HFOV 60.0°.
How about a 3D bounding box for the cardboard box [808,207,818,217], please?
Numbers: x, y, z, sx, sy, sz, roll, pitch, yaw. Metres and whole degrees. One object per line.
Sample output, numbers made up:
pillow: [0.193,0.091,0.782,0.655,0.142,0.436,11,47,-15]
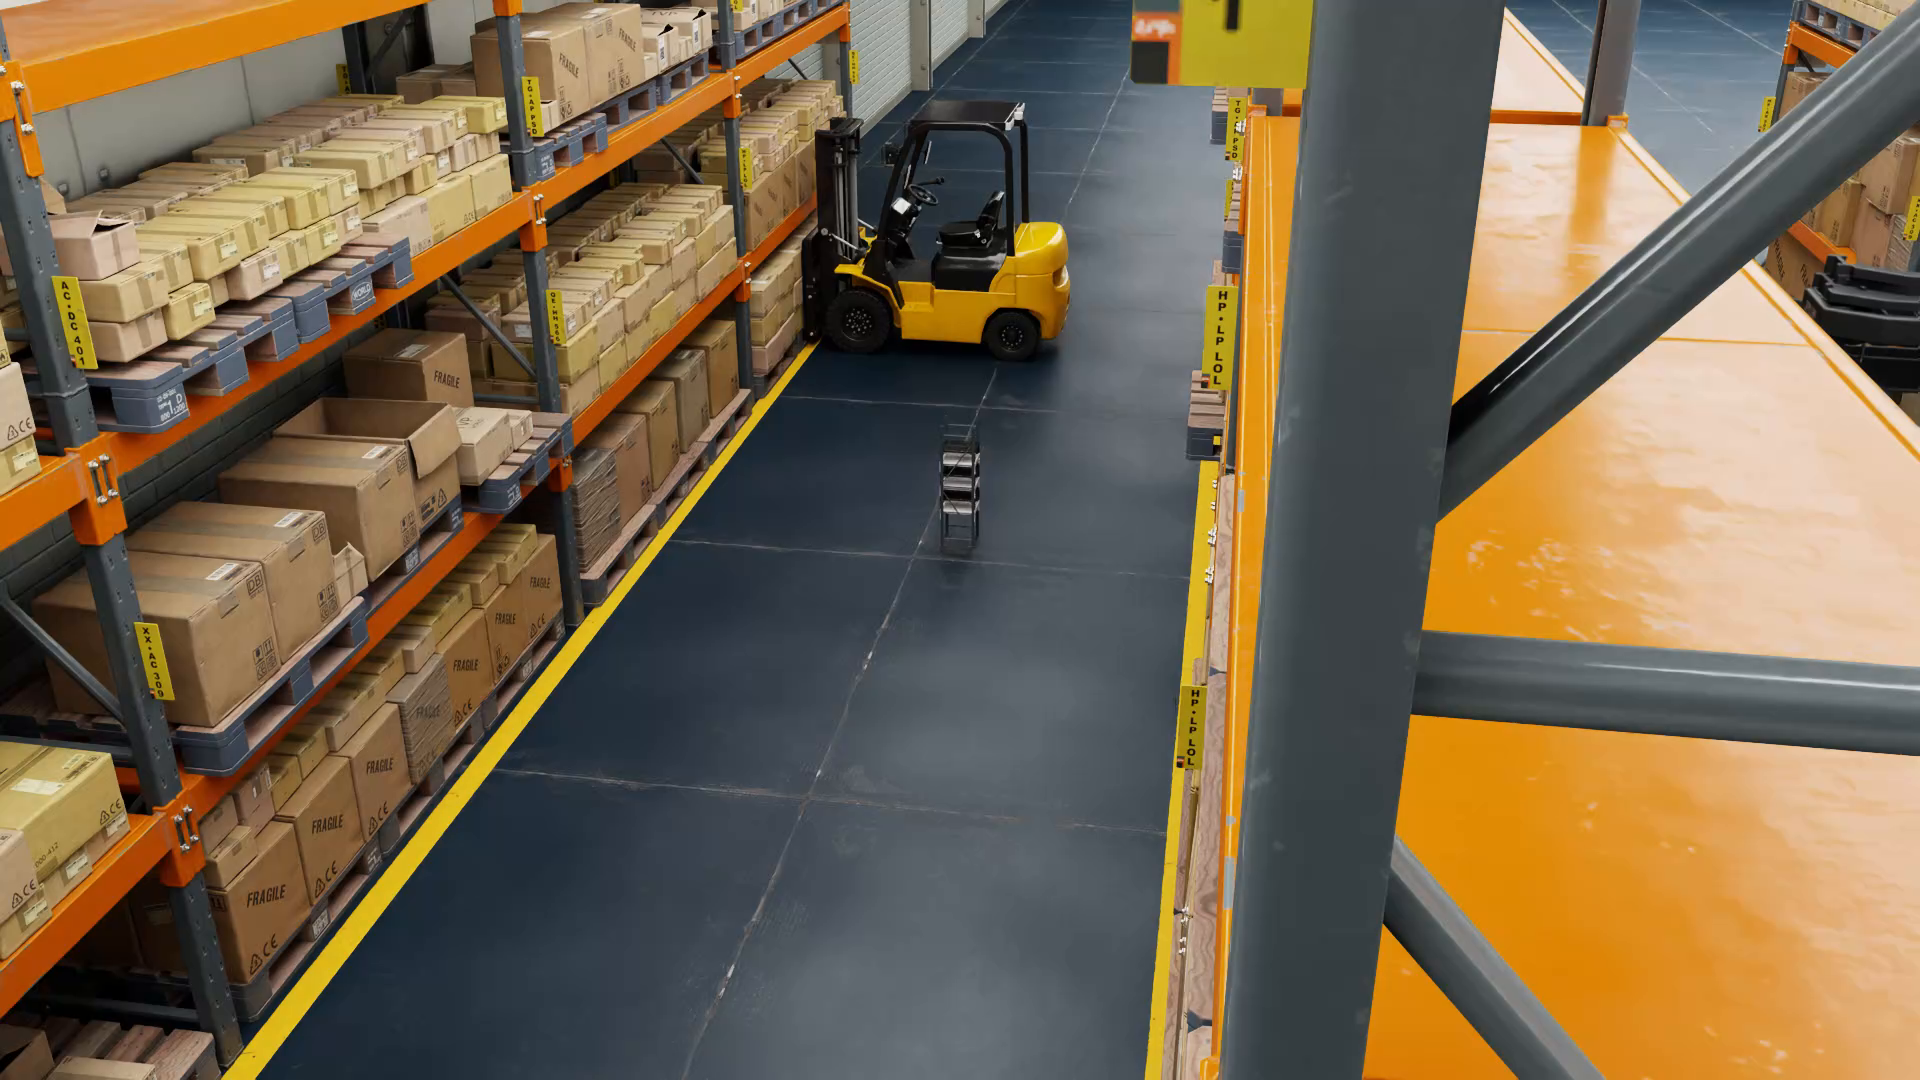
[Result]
cardboard box: [-1.455,-3.173,16.603,0.500,0.250,0.500,4,25,9]

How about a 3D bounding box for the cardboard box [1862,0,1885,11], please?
cardboard box: [7.610,-4.404,13.338,0.500,0.250,0.500,4,25,8]

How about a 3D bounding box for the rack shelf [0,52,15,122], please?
rack shelf: [-3.897,-0.738,3.608,1.077,0.370,4.000,4,25,9]

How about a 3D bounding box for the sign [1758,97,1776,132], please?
sign: [7.642,-4.029,15.749,0.100,0.325,0.005,4,25,9]

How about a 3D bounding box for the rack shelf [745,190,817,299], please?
rack shelf: [-1.936,-3.041,15.601,1.077,0.370,4.000,4,25,9]

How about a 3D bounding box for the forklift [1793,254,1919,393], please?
forklift: [4.456,-0.102,8.555,1.130,2.935,3.031,5,26,11]

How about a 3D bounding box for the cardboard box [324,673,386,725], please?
cardboard box: [-3.098,0.782,8.274,0.380,0.149,0.250,5,26,10]

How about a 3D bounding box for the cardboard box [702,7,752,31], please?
cardboard box: [-1.890,-4.177,13.325,0.380,0.149,0.250,5,25,10]

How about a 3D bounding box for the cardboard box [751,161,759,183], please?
cardboard box: [-1.911,-3.093,13.980,0.380,0.149,0.250,5,25,10]

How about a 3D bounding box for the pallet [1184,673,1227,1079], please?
pallet: [0.981,0.690,3.349,1.003,0.211,1.213,4,25,9]

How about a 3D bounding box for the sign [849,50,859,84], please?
sign: [-1.076,-4.792,16.847,0.100,0.325,0.005,4,25,9]

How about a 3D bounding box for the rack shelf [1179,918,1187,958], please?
rack shelf: [1.000,2.320,4.148,1.077,0.370,4.000,4,25,9]

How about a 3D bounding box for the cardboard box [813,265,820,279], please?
cardboard box: [-1.622,-2.514,15.785,0.500,0.250,0.500,4,25,8]

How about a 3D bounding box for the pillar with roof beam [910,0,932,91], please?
pillar with roof beam: [3.596,-11.412,25.560,9.100,9.000,0.400,4,25,9]

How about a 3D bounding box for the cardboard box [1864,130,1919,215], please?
cardboard box: [7.604,-2.834,12.860,0.875,0.550,0.550,4,25,9]

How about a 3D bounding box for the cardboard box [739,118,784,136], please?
cardboard box: [-1.786,-3.661,14.844,0.380,0.149,0.250,4,25,8]

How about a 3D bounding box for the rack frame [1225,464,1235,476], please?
rack frame: [1.327,1.158,5.782,1.000,3.000,0.127,4,25,9]

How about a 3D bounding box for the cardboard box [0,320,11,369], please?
cardboard box: [-3.416,-0.608,5.254,0.500,0.250,0.500,4,25,9]

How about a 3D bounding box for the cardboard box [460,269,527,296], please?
cardboard box: [-3.057,-1.675,10.952,0.380,0.149,0.250,4,25,7]

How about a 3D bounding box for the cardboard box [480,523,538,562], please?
cardboard box: [-2.748,0.015,9.912,0.380,0.149,0.250,3,25,6]

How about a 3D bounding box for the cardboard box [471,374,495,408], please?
cardboard box: [-3.096,-0.995,10.559,0.500,0.250,0.500,3,25,7]

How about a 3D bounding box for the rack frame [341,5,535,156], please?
rack frame: [-2.917,-3.574,8.816,1.000,3.000,0.127,4,25,9]

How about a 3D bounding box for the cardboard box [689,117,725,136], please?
cardboard box: [-2.268,-3.692,14.909,0.380,0.149,0.250,4,25,8]

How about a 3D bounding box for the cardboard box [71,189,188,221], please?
cardboard box: [-3.464,-1.364,6.963,0.380,0.149,0.250,3,25,7]

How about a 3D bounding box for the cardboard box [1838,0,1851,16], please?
cardboard box: [7.651,-4.497,14.008,0.380,0.149,0.250,4,25,9]

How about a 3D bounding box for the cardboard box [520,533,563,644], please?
cardboard box: [-2.774,0.276,10.119,0.500,0.500,0.500,5,26,10]

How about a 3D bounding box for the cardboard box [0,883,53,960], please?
cardboard box: [-3.413,1.301,5.773,0.380,0.149,0.250,5,25,10]

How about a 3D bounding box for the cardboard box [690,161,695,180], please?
cardboard box: [-2.457,-3.129,14.057,0.380,0.149,0.250,3,25,7]

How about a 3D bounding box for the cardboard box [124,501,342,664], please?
cardboard box: [-3.186,0.177,7.265,0.700,0.500,0.500,4,25,9]

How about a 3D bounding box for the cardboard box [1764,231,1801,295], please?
cardboard box: [8.143,-2.500,15.608,0.875,0.875,0.875,4,25,9]

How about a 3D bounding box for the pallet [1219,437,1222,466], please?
pallet: [2.509,-0.599,12.826,1.003,0.211,1.213,4,25,9]

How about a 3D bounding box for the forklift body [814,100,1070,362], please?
forklift body: [-0.119,-2.899,15.451,2.313,2.155,1.214,4,25,9]

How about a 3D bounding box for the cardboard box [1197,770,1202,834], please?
cardboard box: [1.152,1.021,6.252,0.500,0.250,0.500,3,25,7]

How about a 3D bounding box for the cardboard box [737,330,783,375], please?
cardboard box: [-1.857,-1.655,14.539,0.500,0.250,0.500,4,25,9]

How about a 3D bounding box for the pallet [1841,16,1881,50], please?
pallet: [7.880,-4.056,13.487,1.003,0.211,1.213,4,25,9]

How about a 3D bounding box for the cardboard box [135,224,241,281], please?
cardboard box: [-3.032,-1.114,6.429,0.380,0.149,0.250,4,25,8]

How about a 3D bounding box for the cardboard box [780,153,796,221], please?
cardboard box: [-1.783,-3.174,14.919,0.500,0.500,0.500,4,25,8]

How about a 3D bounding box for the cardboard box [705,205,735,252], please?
cardboard box: [-2.091,-2.466,13.111,0.500,0.250,0.500,3,25,7]

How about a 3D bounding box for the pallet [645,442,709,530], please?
pallet: [-2.542,-0.445,12.495,1.003,0.211,1.213,4,25,9]

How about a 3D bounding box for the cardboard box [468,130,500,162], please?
cardboard box: [-2.737,-2.164,9.046,0.380,0.149,0.250,5,25,10]

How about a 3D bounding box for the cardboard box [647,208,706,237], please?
cardboard box: [-2.128,-2.384,12.466,0.380,0.149,0.250,3,25,7]

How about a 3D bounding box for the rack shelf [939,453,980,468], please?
rack shelf: [-0.001,-0.537,11.534,0.258,0.077,0.200,4,25,9]

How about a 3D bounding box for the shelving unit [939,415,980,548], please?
shelving unit: [-0.001,-0.404,11.596,0.258,0.900,0.210,4,25,9]

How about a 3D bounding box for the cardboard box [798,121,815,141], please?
cardboard box: [-1.575,-3.840,15.576,0.380,0.149,0.250,4,25,9]

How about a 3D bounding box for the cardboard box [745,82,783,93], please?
cardboard box: [-1.980,-4.444,16.517,0.380,0.149,0.250,5,26,10]

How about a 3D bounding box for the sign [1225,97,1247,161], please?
sign: [1.446,-2.146,8.693,0.100,0.325,0.005,4,25,9]

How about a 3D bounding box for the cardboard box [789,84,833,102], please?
cardboard box: [-1.470,-4.407,16.438,0.380,0.149,0.250,4,25,9]

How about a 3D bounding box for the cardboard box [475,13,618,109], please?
cardboard box: [-2.574,-3.001,10.397,0.700,0.500,0.500,4,25,8]

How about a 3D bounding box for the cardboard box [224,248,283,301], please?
cardboard box: [-2.982,-1.081,6.709,0.380,0.149,0.250,4,25,9]

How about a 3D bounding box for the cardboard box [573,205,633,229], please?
cardboard box: [-2.691,-2.416,12.534,0.380,0.149,0.250,4,25,8]

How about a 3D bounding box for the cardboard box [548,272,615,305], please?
cardboard box: [-2.485,-1.641,10.878,0.380,0.149,0.250,4,25,9]

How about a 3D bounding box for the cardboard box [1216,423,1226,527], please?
cardboard box: [1.402,-0.190,7.364,0.500,0.500,0.500,4,25,9]

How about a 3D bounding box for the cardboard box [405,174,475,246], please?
cardboard box: [-2.843,-1.706,8.540,0.500,0.250,0.500,4,25,9]

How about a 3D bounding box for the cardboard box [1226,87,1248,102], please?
cardboard box: [2.001,-3.028,10.868,0.500,0.250,0.500,4,25,8]

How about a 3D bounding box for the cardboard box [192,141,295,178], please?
cardboard box: [-3.397,-1.794,7.907,0.380,0.149,0.250,4,25,8]

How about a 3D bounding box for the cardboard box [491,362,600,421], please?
cardboard box: [-2.603,-0.958,10.480,0.500,0.250,0.500,4,25,9]
